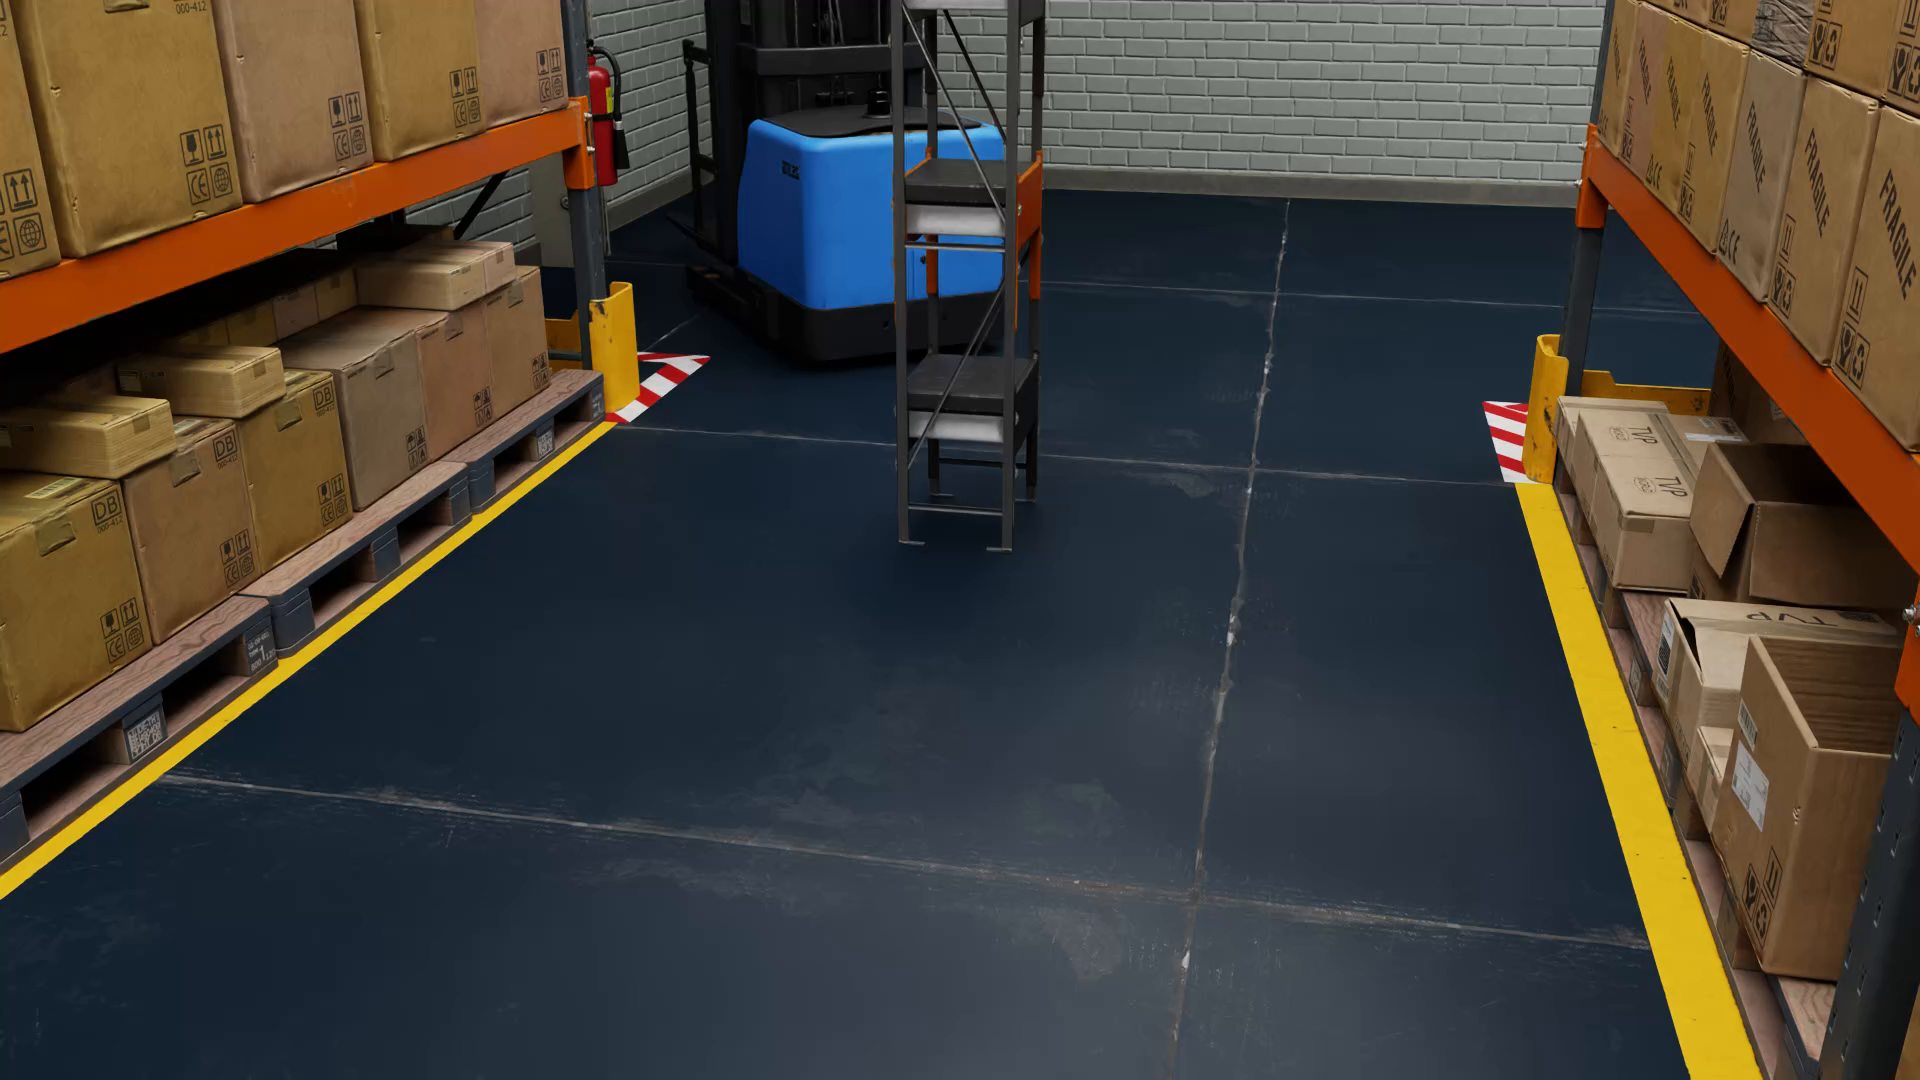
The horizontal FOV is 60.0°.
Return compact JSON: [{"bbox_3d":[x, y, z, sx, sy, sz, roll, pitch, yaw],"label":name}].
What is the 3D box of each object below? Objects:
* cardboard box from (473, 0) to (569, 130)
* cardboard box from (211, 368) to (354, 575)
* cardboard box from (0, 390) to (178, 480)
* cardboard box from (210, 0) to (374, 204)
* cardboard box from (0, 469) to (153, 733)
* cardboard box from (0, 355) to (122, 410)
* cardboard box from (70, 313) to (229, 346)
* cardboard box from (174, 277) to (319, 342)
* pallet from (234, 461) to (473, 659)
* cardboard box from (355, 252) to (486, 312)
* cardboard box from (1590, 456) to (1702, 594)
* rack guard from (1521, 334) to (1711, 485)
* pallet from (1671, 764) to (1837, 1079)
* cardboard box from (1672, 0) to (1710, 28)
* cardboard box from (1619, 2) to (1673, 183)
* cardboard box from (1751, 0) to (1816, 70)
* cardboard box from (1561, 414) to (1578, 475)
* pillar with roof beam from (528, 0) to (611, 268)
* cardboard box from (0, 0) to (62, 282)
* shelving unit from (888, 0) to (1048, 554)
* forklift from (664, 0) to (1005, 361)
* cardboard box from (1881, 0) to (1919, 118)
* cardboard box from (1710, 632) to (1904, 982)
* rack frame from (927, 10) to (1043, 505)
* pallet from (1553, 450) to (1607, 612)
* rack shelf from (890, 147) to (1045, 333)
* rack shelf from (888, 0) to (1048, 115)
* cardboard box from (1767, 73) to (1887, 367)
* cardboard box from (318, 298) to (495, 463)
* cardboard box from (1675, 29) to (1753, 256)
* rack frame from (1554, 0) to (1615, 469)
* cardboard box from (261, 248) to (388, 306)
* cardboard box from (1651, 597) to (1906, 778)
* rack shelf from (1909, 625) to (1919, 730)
[{"bbox_3d":[-2.132,-1.986,6.367,0.980,0.700,0.700,5,23,13],"label":"cardboard box"},{"bbox_3d":[-2.388,-0.243,5.225,0.700,0.500,0.500,5,22,12],"label":"cardboard box"},{"bbox_3d":[-2.352,-0.284,4.459,0.380,0.149,0.250,5,23,13],"label":"cardboard box"},{"bbox_3d":[-2.434,-1.441,5.014,0.980,0.700,0.700,3,22,8],"label":"cardboard box"},{"bbox_3d":[-2.601,0.128,4.304,0.700,0.500,0.500,5,22,12],"label":"cardboard box"},{"bbox_3d":[-2.666,-0.424,4.807,0.380,0.149,0.250,4,22,9],"label":"cardboard box"},{"bbox_3d":[-2.562,-0.611,5.271,0.380,0.149,0.250,4,22,10],"label":"cardboard box"},{"bbox_3d":[-2.458,-0.797,5.734,0.380,0.149,0.250,5,22,12],"label":"cardboard box"},{"bbox_3d":[-2.375,0.003,5.564,1.003,0.211,1.213,4,22,11],"label":"pallet"},{"bbox_3d":[-1.981,-0.952,6.118,0.380,0.149,0.250,5,22,12],"label":"cardboard box"},{"bbox_3d":[2.220,-0.043,5.037,0.500,0.250,0.500,4,22,11],"label":"cardboard box"},{"bbox_3d":[2.797,-0.470,6.352,1.175,0.500,0.348,4,22,11],"label":"rack guard"},{"bbox_3d":[2.138,0.848,3.466,1.003,0.211,1.213,4,22,11],"label":"pallet"},{"bbox_3d":[2.258,-1.651,4.466,0.500,0.500,0.500,5,22,12],"label":"cardboard box"},{"bbox_3d":[2.364,-1.373,5.113,0.500,0.500,0.500,4,22,10],"label":"cardboard box"},{"bbox_3d":[2.051,-1.281,3.548,0.500,0.500,0.500,5,22,11],"label":"cardboard box"},{"bbox_3d":[2.340,-0.329,5.859,0.380,0.166,0.250,4,22,11],"label":"cardboard box"},{"bbox_3d":[1.881,-5.542,7.568,9.100,9.000,0.400,4,22,11],"label":"pillar with roof beam"},{"bbox_3d":[-2.727,-0.907,3.689,0.980,0.700,0.700,5,22,12],"label":"cardboard box"},{"bbox_3d":[0.034,-1.035,5.612,0.431,2.100,0.503,4,22,11],"label":"shelving unit"},{"bbox_3d":[-0.865,-2.708,8.654,1.130,2.935,3.031,-10,24,-24],"label":"forklift"},{"bbox_3d":[1.847,-0.910,2.624,0.500,0.500,0.500,5,22,11],"label":"cardboard box"},{"bbox_3d":[1.835,0.531,3.278,0.500,0.500,0.500,4,22,11],"label":"cardboard box"},{"bbox_3d":[0.084,-1.124,5.833,0.400,2.100,0.015,4,22,11],"label":"rack frame"},{"bbox_3d":[2.636,-0.044,5.682,1.003,0.211,1.213,4,22,11],"label":"pallet"},{"bbox_3d":[0.034,-1.022,5.617,0.431,0.518,0.480,4,22,11],"label":"rack shelf"},{"bbox_3d":[0.034,-1.671,5.355,0.431,0.518,0.480,4,22,11],"label":"rack shelf"},{"bbox_3d":[1.951,-0.632,3.274,0.500,0.500,0.500,5,22,12],"label":"cardboard box"},{"bbox_3d":[-2.184,-0.622,6.168,0.700,0.500,0.500,4,22,11],"label":"cardboard box"},{"bbox_3d":[2.155,-1.007,4.204,0.500,0.500,0.500,5,22,12],"label":"cardboard box"},{"bbox_3d":[2.813,-1.658,5.954,1.000,3.000,0.127,4,22,11],"label":"rack frame"},{"bbox_3d":[-2.355,-0.982,6.192,0.380,0.149,0.250,5,22,11],"label":"cardboard box"},{"bbox_3d":[1.988,0.344,3.994,0.500,0.311,0.500,4,22,11],"label":"cardboard box"},{"bbox_3d":[1.589,0.870,0.640,1.077,0.370,4.000,4,22,11],"label":"rack shelf"}]
